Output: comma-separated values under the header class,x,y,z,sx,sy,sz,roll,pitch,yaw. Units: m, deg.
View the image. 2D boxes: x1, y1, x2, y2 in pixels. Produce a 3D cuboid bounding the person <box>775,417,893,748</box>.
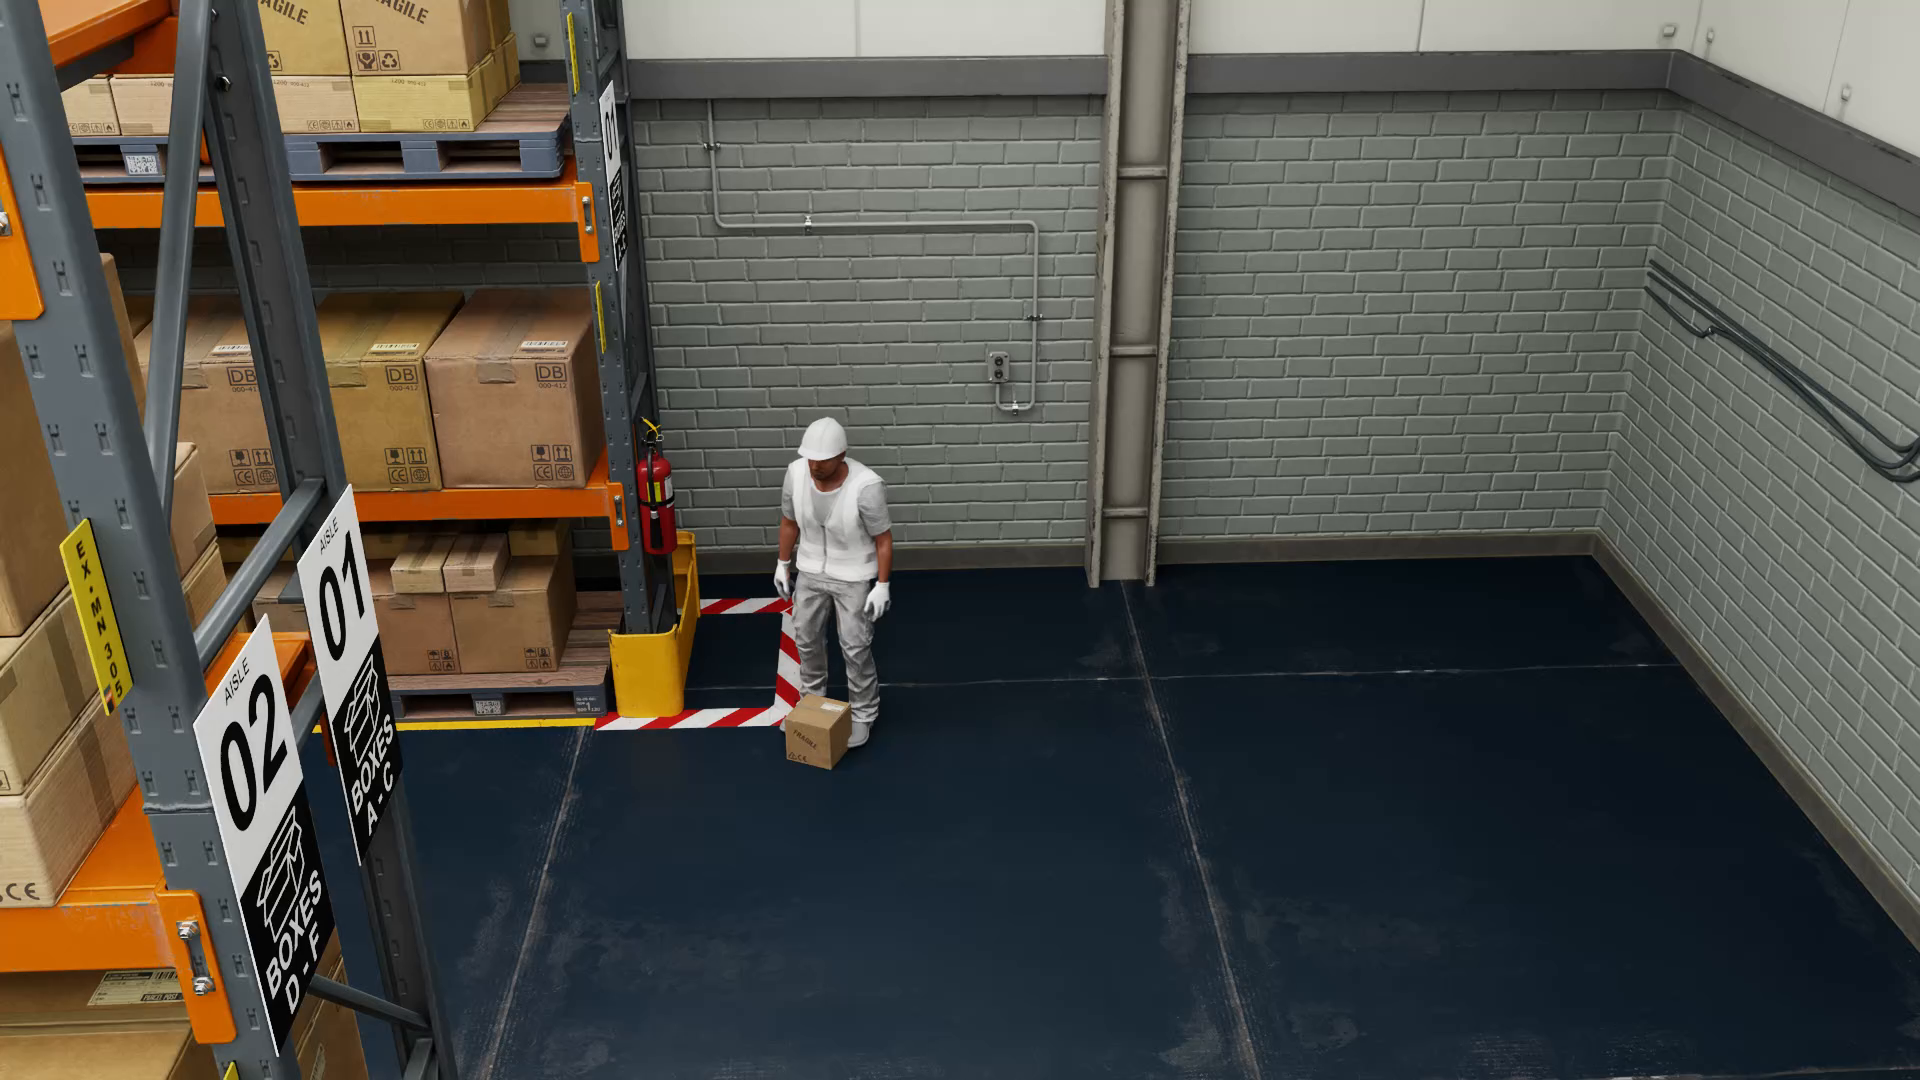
class,x,y,z,sx,sy,sz,roll,pitch,yaw
person,-0.629,0.194,8.232,0.622,1.773,0.454,11,29,21
